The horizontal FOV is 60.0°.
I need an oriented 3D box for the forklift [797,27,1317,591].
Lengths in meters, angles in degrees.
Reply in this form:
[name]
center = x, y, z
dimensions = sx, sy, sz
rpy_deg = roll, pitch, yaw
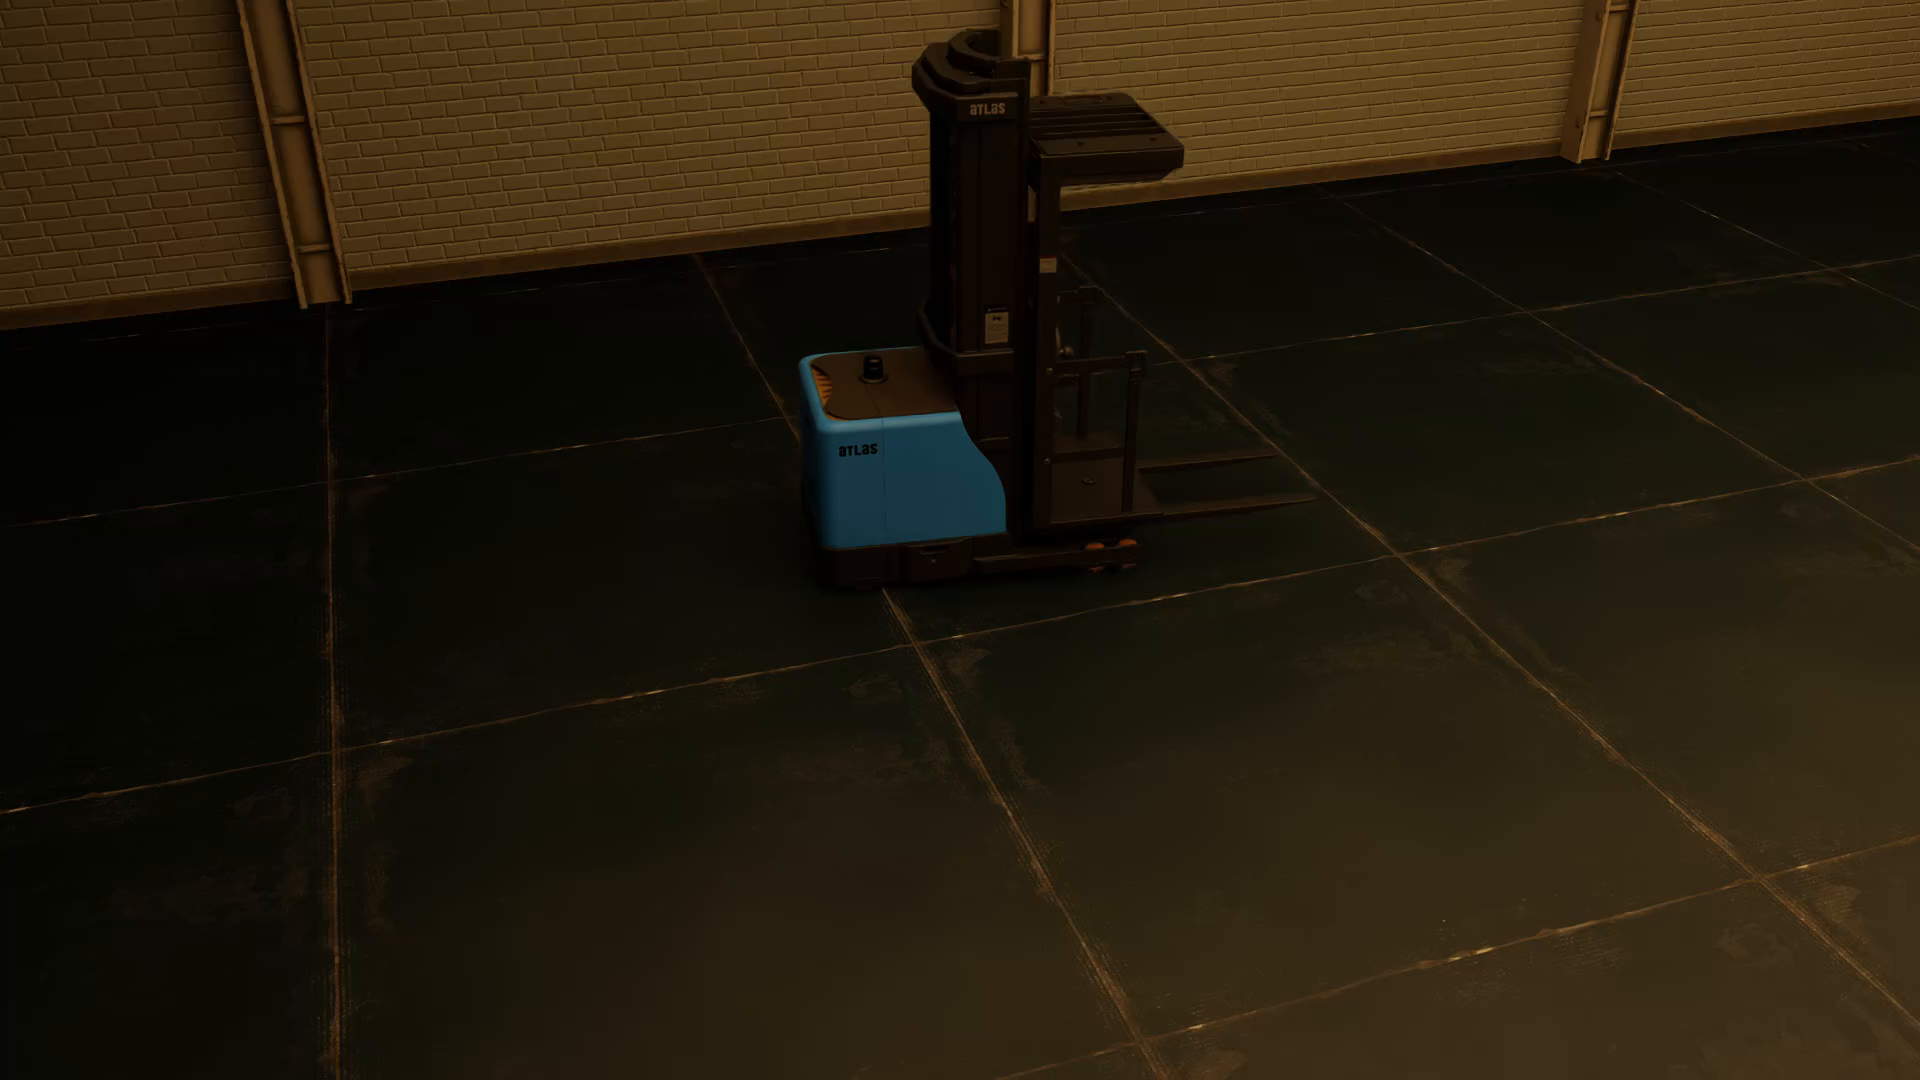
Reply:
[forklift]
center = 0.603, -1.340, 9.416
dimensions = 3.031, 2.935, 1.130
rpy_deg = -6, 30, -10
